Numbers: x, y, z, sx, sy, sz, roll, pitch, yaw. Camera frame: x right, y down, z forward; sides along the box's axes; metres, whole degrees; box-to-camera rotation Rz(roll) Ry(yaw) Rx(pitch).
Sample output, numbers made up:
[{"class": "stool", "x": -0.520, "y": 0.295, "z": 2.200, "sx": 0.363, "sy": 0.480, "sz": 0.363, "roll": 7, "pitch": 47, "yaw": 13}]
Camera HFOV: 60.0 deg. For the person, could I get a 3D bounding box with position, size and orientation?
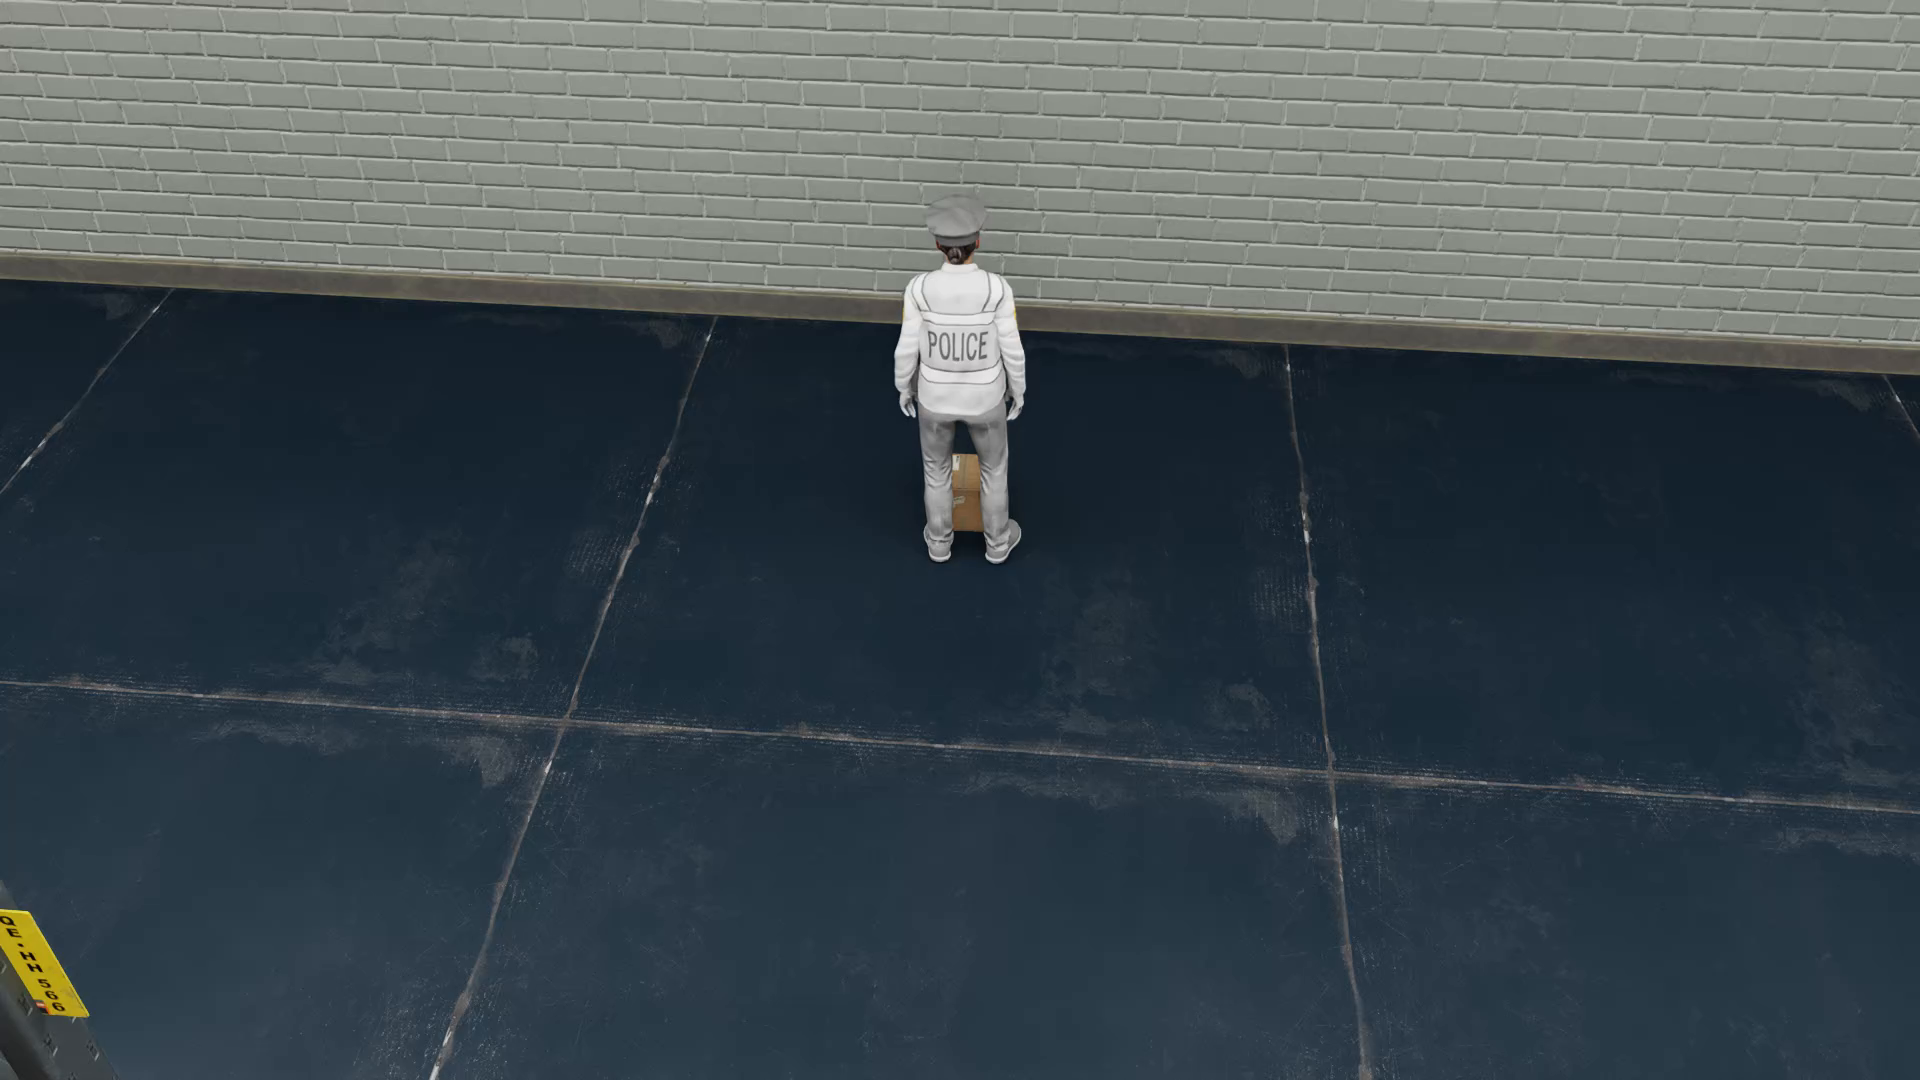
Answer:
[{"class": "person", "x": 0.003, "y": -0.601, "z": 6.863, "sx": 0.538, "sy": 1.663, "sz": 0.378, "roll": 2, "pitch": 40, "yaw": 3}]
